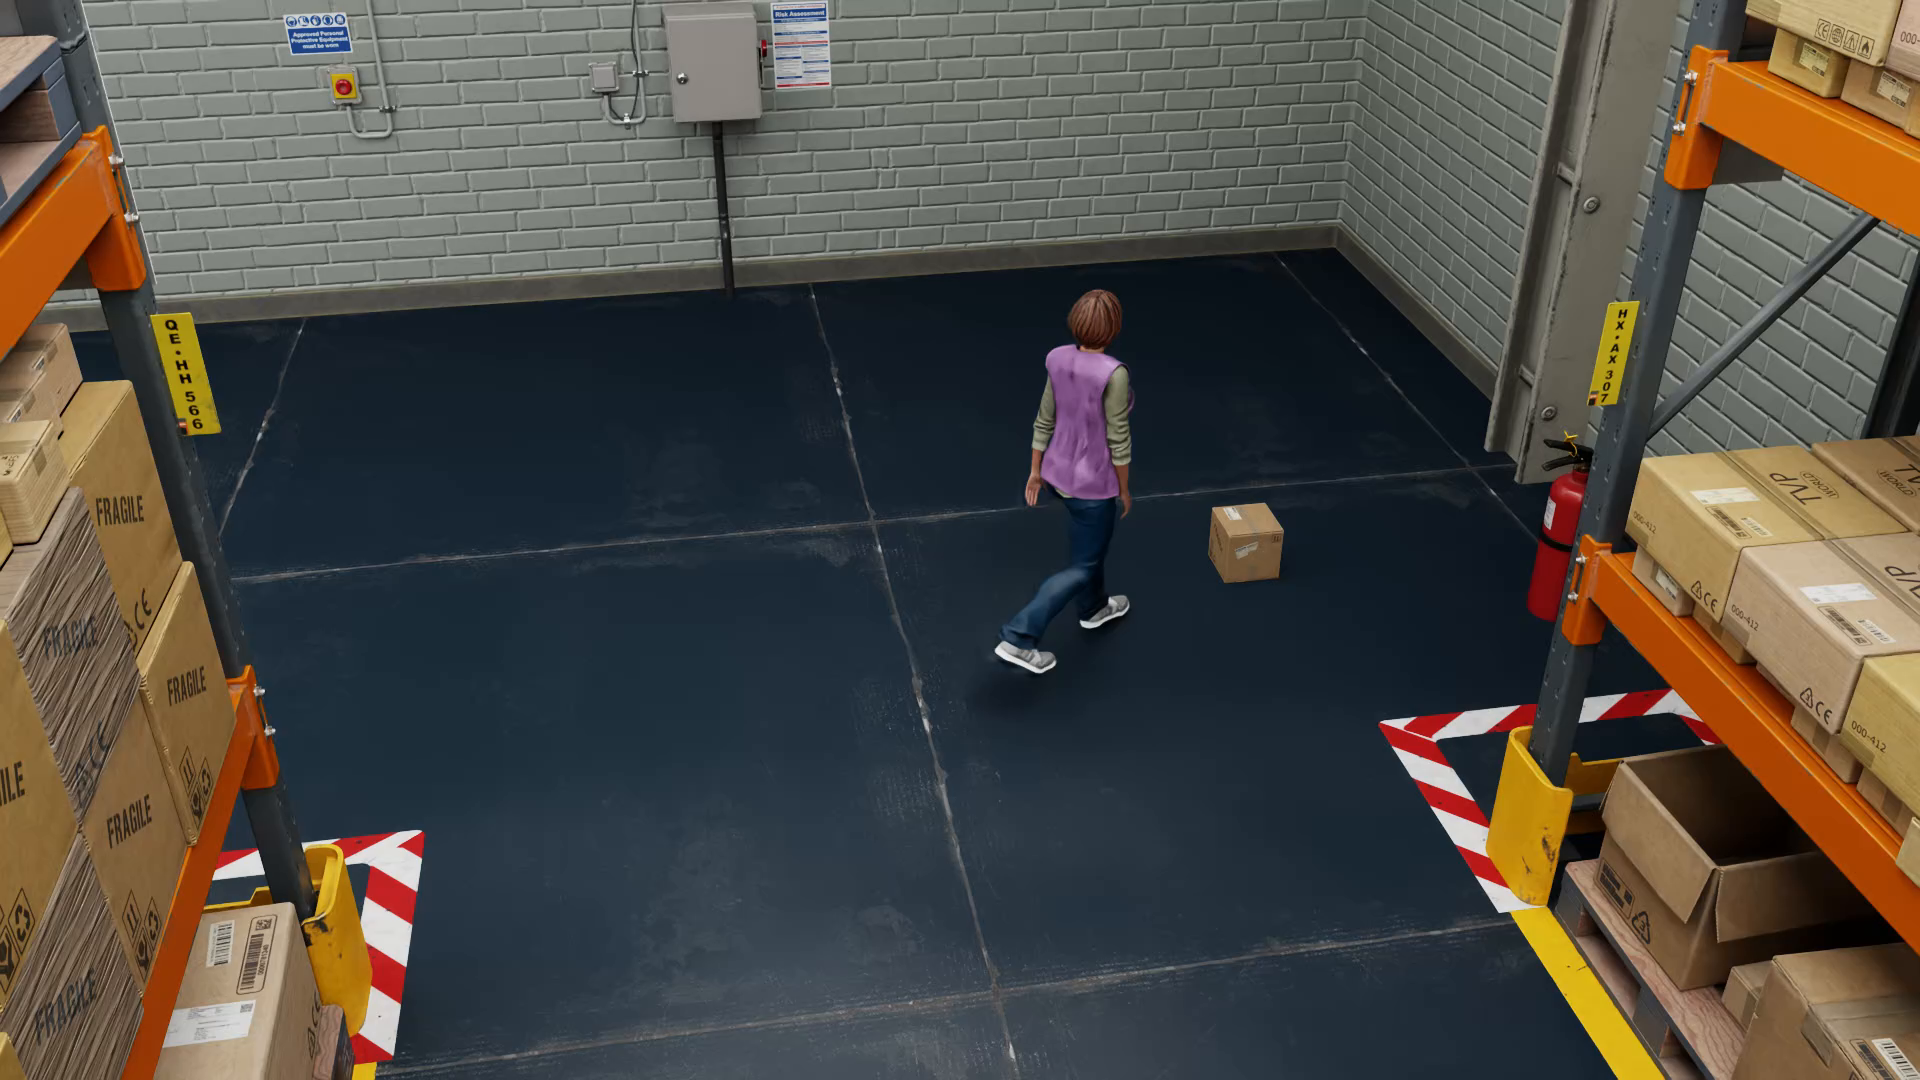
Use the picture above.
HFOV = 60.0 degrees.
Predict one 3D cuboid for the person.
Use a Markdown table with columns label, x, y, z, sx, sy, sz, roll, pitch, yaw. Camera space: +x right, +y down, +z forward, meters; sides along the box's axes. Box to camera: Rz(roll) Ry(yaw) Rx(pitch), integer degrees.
| label | x | y | z | sx | sy | sz | roll | pitch | yaw |
| --- | --- | --- | --- | --- | --- | --- | --- | --- | --- |
| person | 0.436 | -0.220 | 6.514 | 0.833 | 1.556 | 0.425 | -22 | 37 | -31 |
